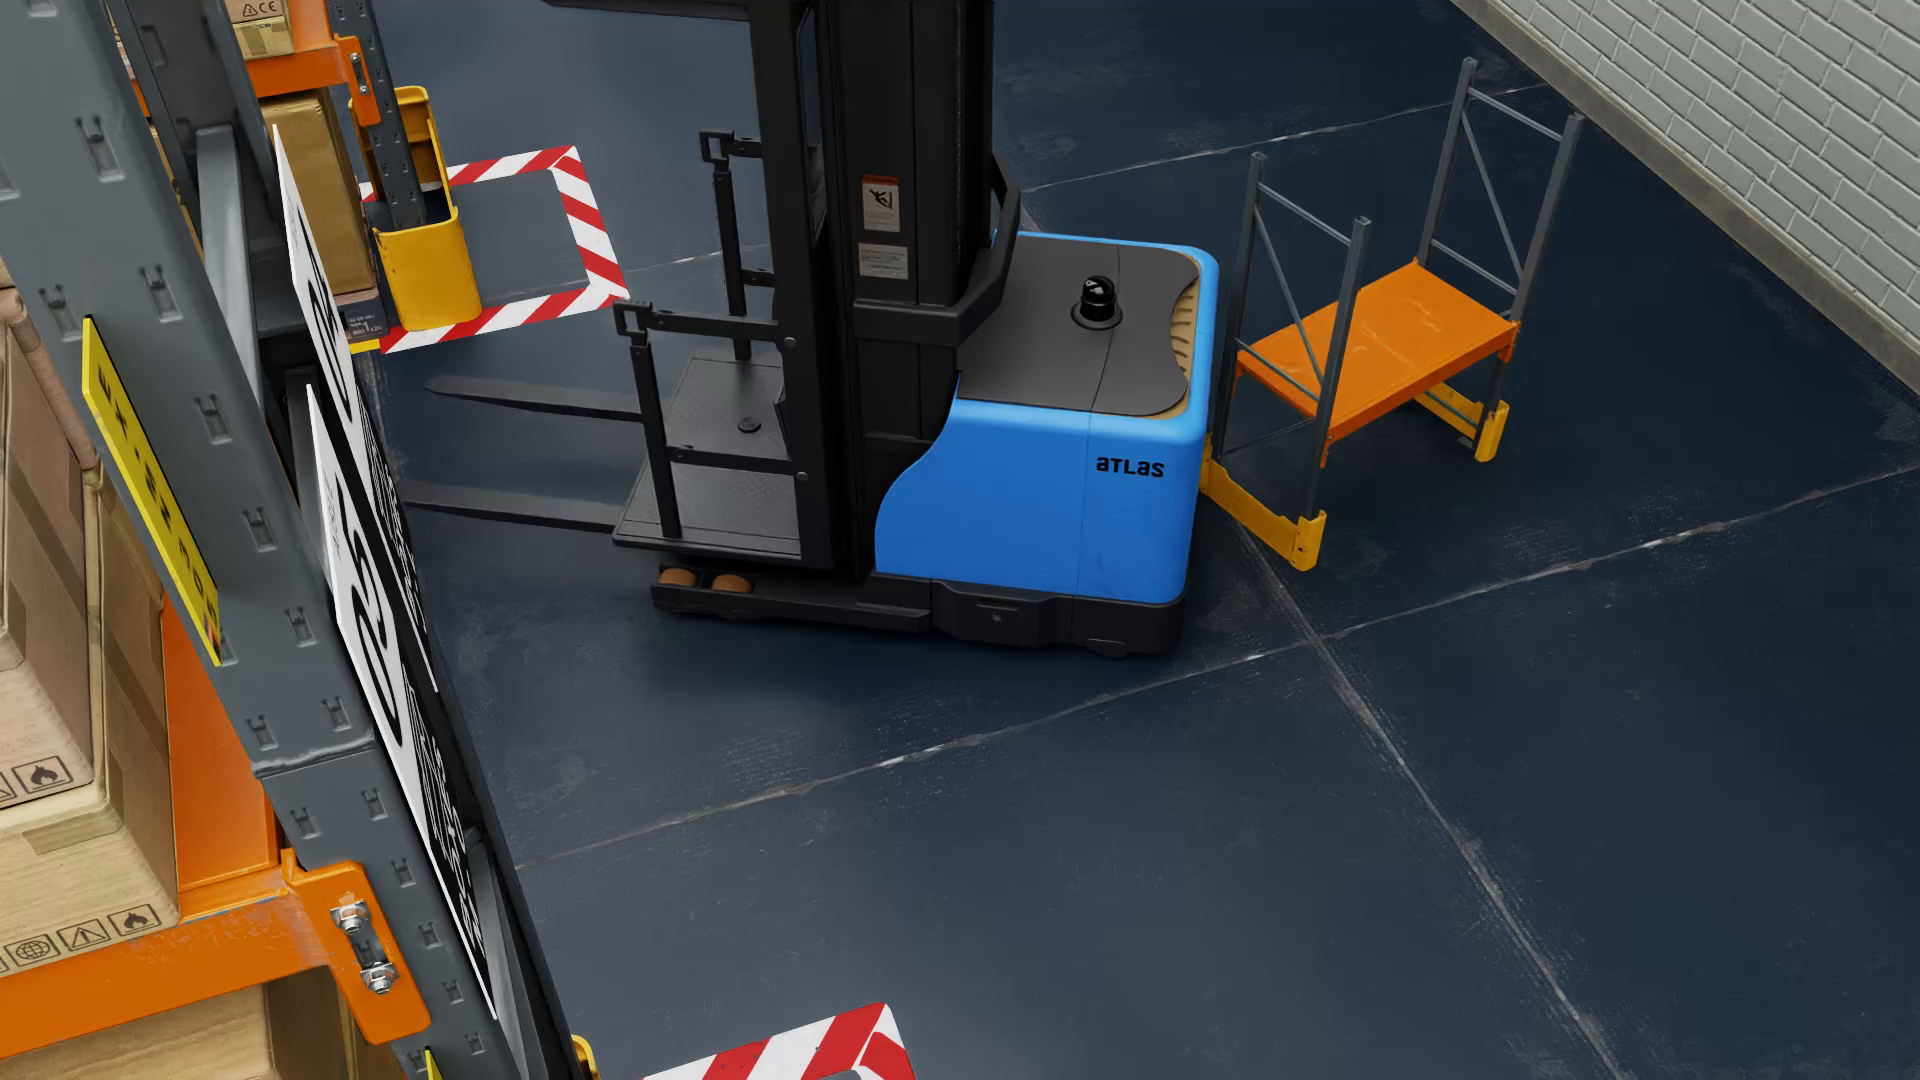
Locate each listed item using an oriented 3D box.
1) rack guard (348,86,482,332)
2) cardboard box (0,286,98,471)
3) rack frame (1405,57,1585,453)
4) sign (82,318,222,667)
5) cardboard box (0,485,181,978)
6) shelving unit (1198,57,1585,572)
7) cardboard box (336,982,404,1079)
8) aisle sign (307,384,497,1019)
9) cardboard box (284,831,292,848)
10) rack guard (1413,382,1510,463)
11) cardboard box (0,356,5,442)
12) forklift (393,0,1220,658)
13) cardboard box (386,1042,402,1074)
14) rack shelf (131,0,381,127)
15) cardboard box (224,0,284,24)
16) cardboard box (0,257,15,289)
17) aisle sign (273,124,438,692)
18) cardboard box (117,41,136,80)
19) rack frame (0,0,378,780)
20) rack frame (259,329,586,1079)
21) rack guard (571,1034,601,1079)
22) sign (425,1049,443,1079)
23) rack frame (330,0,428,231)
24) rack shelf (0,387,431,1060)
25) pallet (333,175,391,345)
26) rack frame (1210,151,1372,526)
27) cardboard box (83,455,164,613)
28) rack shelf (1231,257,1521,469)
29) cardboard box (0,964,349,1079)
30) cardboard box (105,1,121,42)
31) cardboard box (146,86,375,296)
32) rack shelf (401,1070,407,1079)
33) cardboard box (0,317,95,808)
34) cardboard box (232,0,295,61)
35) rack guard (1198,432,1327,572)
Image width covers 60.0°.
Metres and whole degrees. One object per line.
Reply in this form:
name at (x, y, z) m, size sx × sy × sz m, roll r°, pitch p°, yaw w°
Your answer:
rack guard at (-2.423, -1.487, 7.379) m, size 0.348 × 0.500 × 1.175 m, roll -14°, pitch 47°, yaw -14°
cardboard box at (-1.367, -0.283, 2.049) m, size 0.500 × 0.250 × 0.500 m, roll -14°, pitch 47°, yaw -13°
rack frame at (1.919, -1.013, 6.201) m, size 0.032 × 1.500 × 0.500 m, roll -28°, pitch 51°, yaw -25°
sign at (-0.687, -0.032, 1.421) m, size 0.005 × 0.325 × 0.100 m, roll -14°, pitch 47°, yaw -14°
cardboard box at (-1.194, 0.245, 1.877) m, size 0.500 × 0.250 × 0.500 m, roll -15°, pitch 47°, yaw -15°
shelving unit at (1.519, -0.802, 5.990) m, size 1.083 × 1.500 × 0.587 m, roll -28°, pitch 51°, yaw -25°
cardboard box at (-1.191, 1.104, 2.751) m, size 0.500 × 0.500 × 0.500 m, roll -13°, pitch 47°, yaw -13°
aisle sign at (-0.686, 0.229, 2.068) m, size 0.004 × 0.787 × 0.394 m, roll -14°, pitch 47°, yaw -14°
cardboard box at (-1.369, 0.403, 2.744) m, size 0.500 × 0.500 × 0.500 m, roll -15°, pitch 47°, yaw -14°
rack guard at (1.918, -0.572, 6.643) m, size 0.087 × 0.250 × 0.587 m, roll -28°, pitch 51°, yaw -25°
cardboard box at (-1.069, -0.083, 1.568) m, size 0.250 × 0.149 × 0.380 m, roll -15°, pitch 47°, yaw -14°
forklift at (-0.655, -1.114, 5.291) m, size 3.031 × 2.935 × 1.130 m, roll 6°, pitch 45°, yaw 6°
cardboard box at (-1.372, 0.748, 3.106) m, size 0.500 × 0.500 × 0.500 m, roll -12°, pitch 46°, yaw -12°
rack shelf at (-4.326, -1.629, 6.264) m, size 4.000 × 0.370 × 1.077 m, roll -14°, pitch 47°, yaw -14°
cardboard box at (-2.811, -2.123, 6.144) m, size 0.500 × 0.250 × 0.500 m, roll -15°, pitch 47°, yaw -14°
cardboard box at (-1.238, -0.432, 1.917) m, size 0.250 × 0.149 × 0.380 m, roll -15°, pitch 47°, yaw -14°
aisle sign at (-0.889, -0.170, 2.466) m, size 0.004 × 0.787 × 0.394 m, roll -14°, pitch 47°, yaw -14°
cardboard box at (-3.150, -1.847, 6.150) m, size 0.250 × 0.149 × 0.380 m, roll -14°, pitch 47°, yaw -14°
rack frame at (-0.856, -1.153, 1.046) m, size 0.127 × 3.000 × 1.000 m, roll -14°, pitch 47°, yaw -14°
rack frame at (-0.856, 0.965, 3.171) m, size 0.127 × 3.000 × 1.000 m, roll -14°, pitch 47°, yaw -14°
rack guard at (-0.928, 1.865, 4.038) m, size 0.348 × 0.500 × 1.175 m, roll -14°, pitch 47°, yaw -14°
sign at (-0.687, 0.819, 2.275) m, size 0.005 × 0.325 × 0.100 m, roll -14°, pitch 47°, yaw -14°
rack frame at (-2.445, -2.364, 6.488) m, size 0.127 × 3.000 × 1.000 m, roll -14°, pitch 47°, yaw -14°
rack shelf at (-2.737, 0.641, 1.884) m, size 4.000 × 0.370 × 1.077 m, roll -14°, pitch 47°, yaw -14°
pallet at (-3.171, -1.135, 7.232) m, size 1.213 × 0.211 × 1.003 m, roll -14°, pitch 47°, yaw -14°
rack frame at (1.104, -0.583, 5.772) m, size 0.032 × 1.500 × 0.500 m, roll -28°, pitch 51°, yaw -25°
cardboard box at (-1.365, -0.103, 2.223) m, size 0.500 × 0.250 × 0.500 m, roll -13°, pitch 46°, yaw -12°
rack shelf at (1.511, -0.671, 6.114) m, size 1.000 × 0.185 × 0.538 m, roll -28°, pitch 51°, yaw -25°
cardboard box at (-1.202, 0.747, 2.401) m, size 0.500 × 0.500 × 0.500 m, roll -15°, pitch 47°, yaw -15°
cardboard box at (-3.288, -2.001, 6.022) m, size 0.500 × 0.250 × 0.500 m, roll -15°, pitch 47°, yaw -15°
cardboard box at (-3.020, -1.555, 6.885) m, size 0.875 × 0.875 × 0.875 m, roll -14°, pitch 47°, yaw -14°
rack shelf at (-2.737, 1.700, 2.946) m, size 4.000 × 0.370 × 1.077 m, roll -14°, pitch 47°, yaw -14°
cardboard box at (-1.203, 0.063, 1.705) m, size 0.500 × 0.250 × 0.500 m, roll -16°, pitch 47°, yaw -15°
cardboard box at (-2.668, -1.970, 6.273) m, size 0.250 × 0.149 × 0.380 m, roll -14°, pitch 47°, yaw -13°
rack guard at (1.119, -0.150, 6.223) m, size 0.087 × 0.250 × 0.587 m, roll -28°, pitch 51°, yaw -25°
